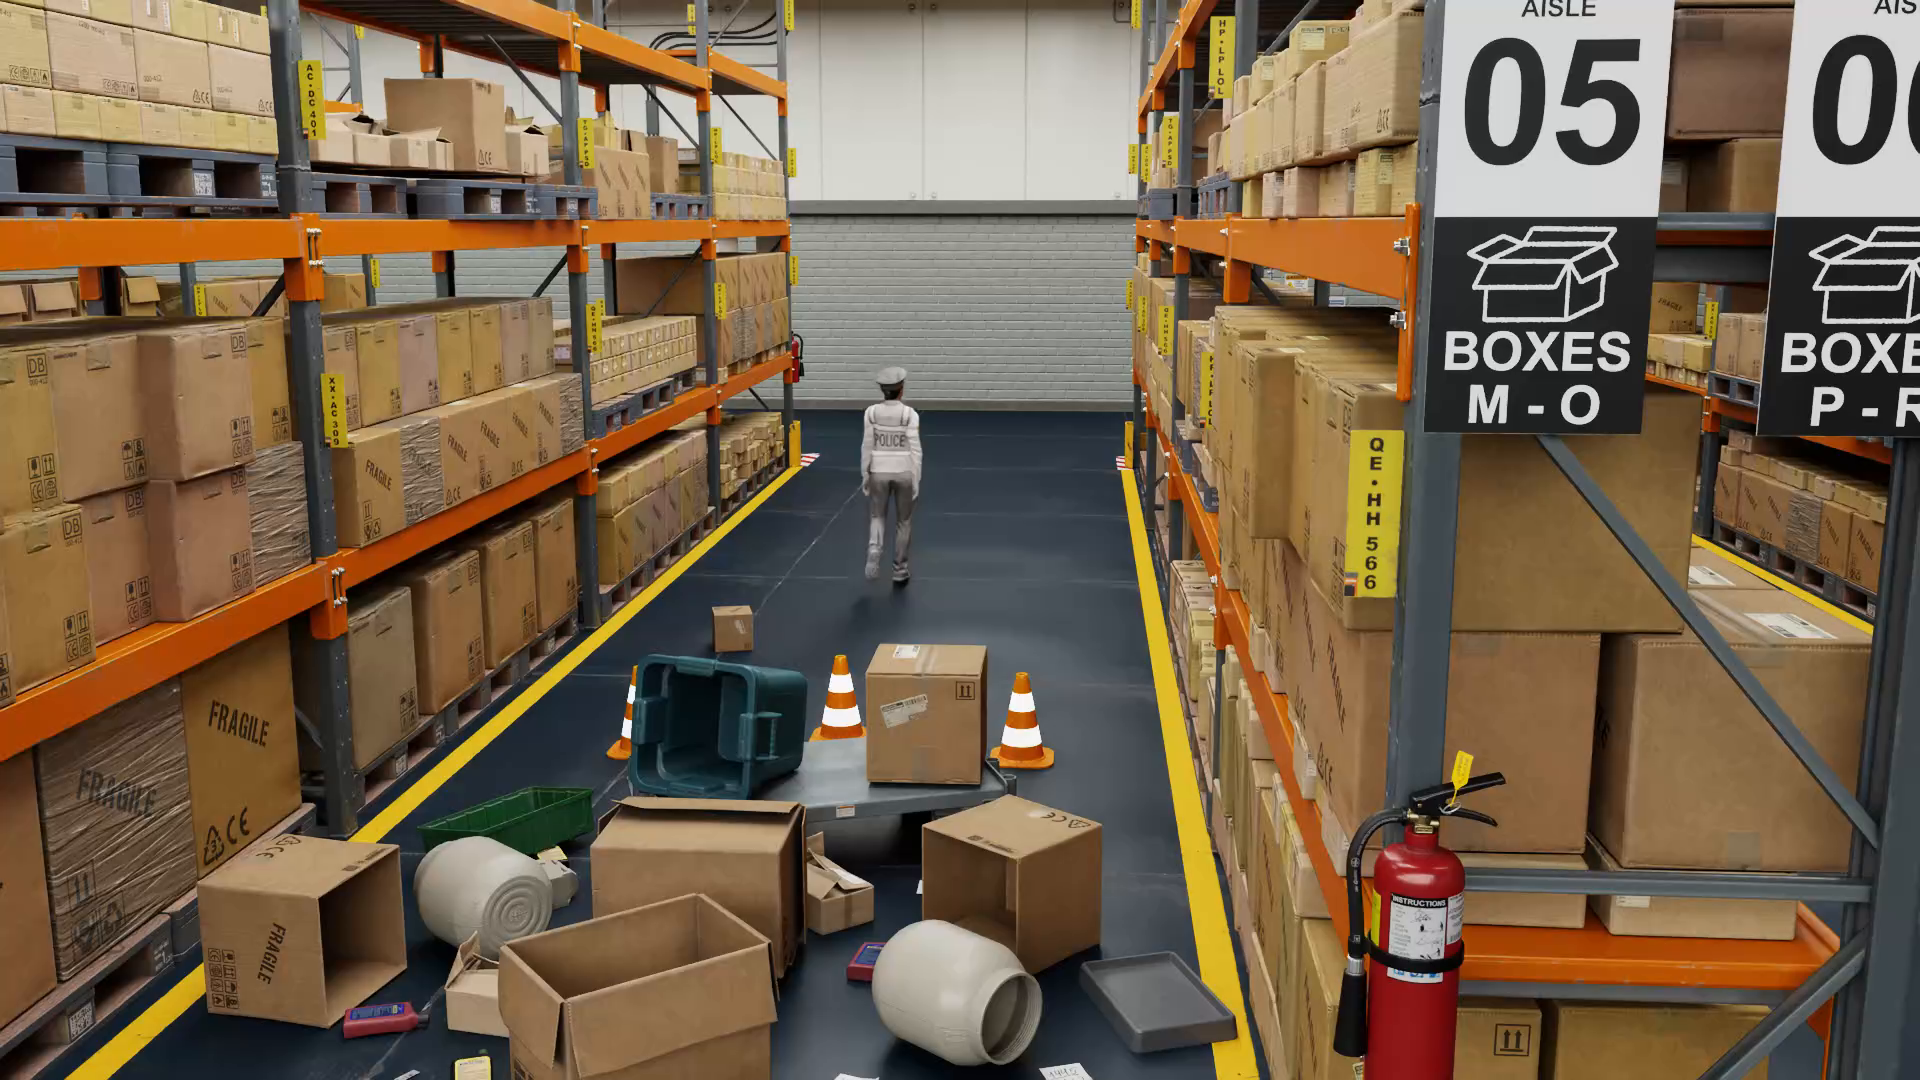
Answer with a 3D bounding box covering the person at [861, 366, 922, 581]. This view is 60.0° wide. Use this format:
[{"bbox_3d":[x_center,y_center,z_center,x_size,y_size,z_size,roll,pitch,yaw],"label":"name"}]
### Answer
[{"bbox_3d":[-0.529,-0.491,12.784,0.493,1.677,0.595,2,11,8],"label":"person"}]
